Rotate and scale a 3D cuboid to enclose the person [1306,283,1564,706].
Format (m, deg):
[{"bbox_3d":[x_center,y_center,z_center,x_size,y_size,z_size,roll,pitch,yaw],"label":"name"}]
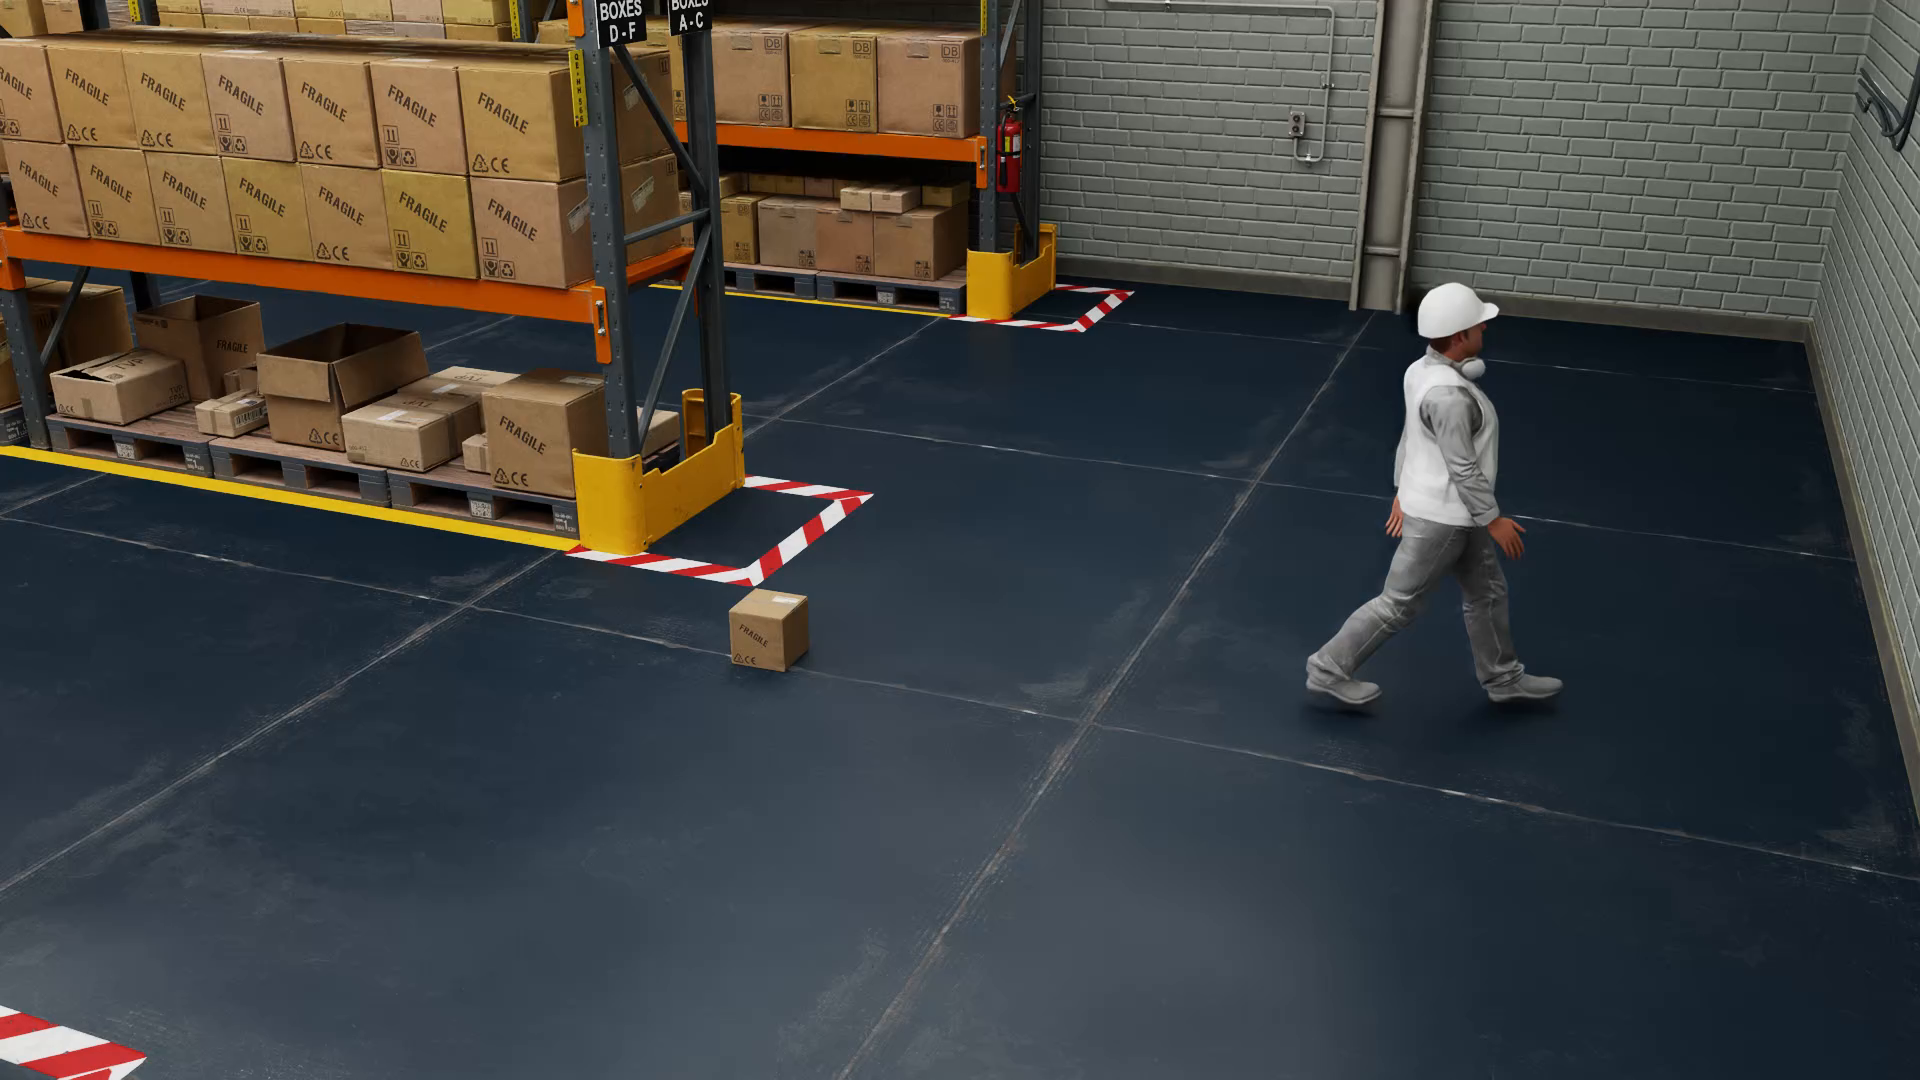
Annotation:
[{"bbox_3d":[1.905,-0.128,6.370,1.033,1.722,0.542,4,23,10],"label":"person"}]
